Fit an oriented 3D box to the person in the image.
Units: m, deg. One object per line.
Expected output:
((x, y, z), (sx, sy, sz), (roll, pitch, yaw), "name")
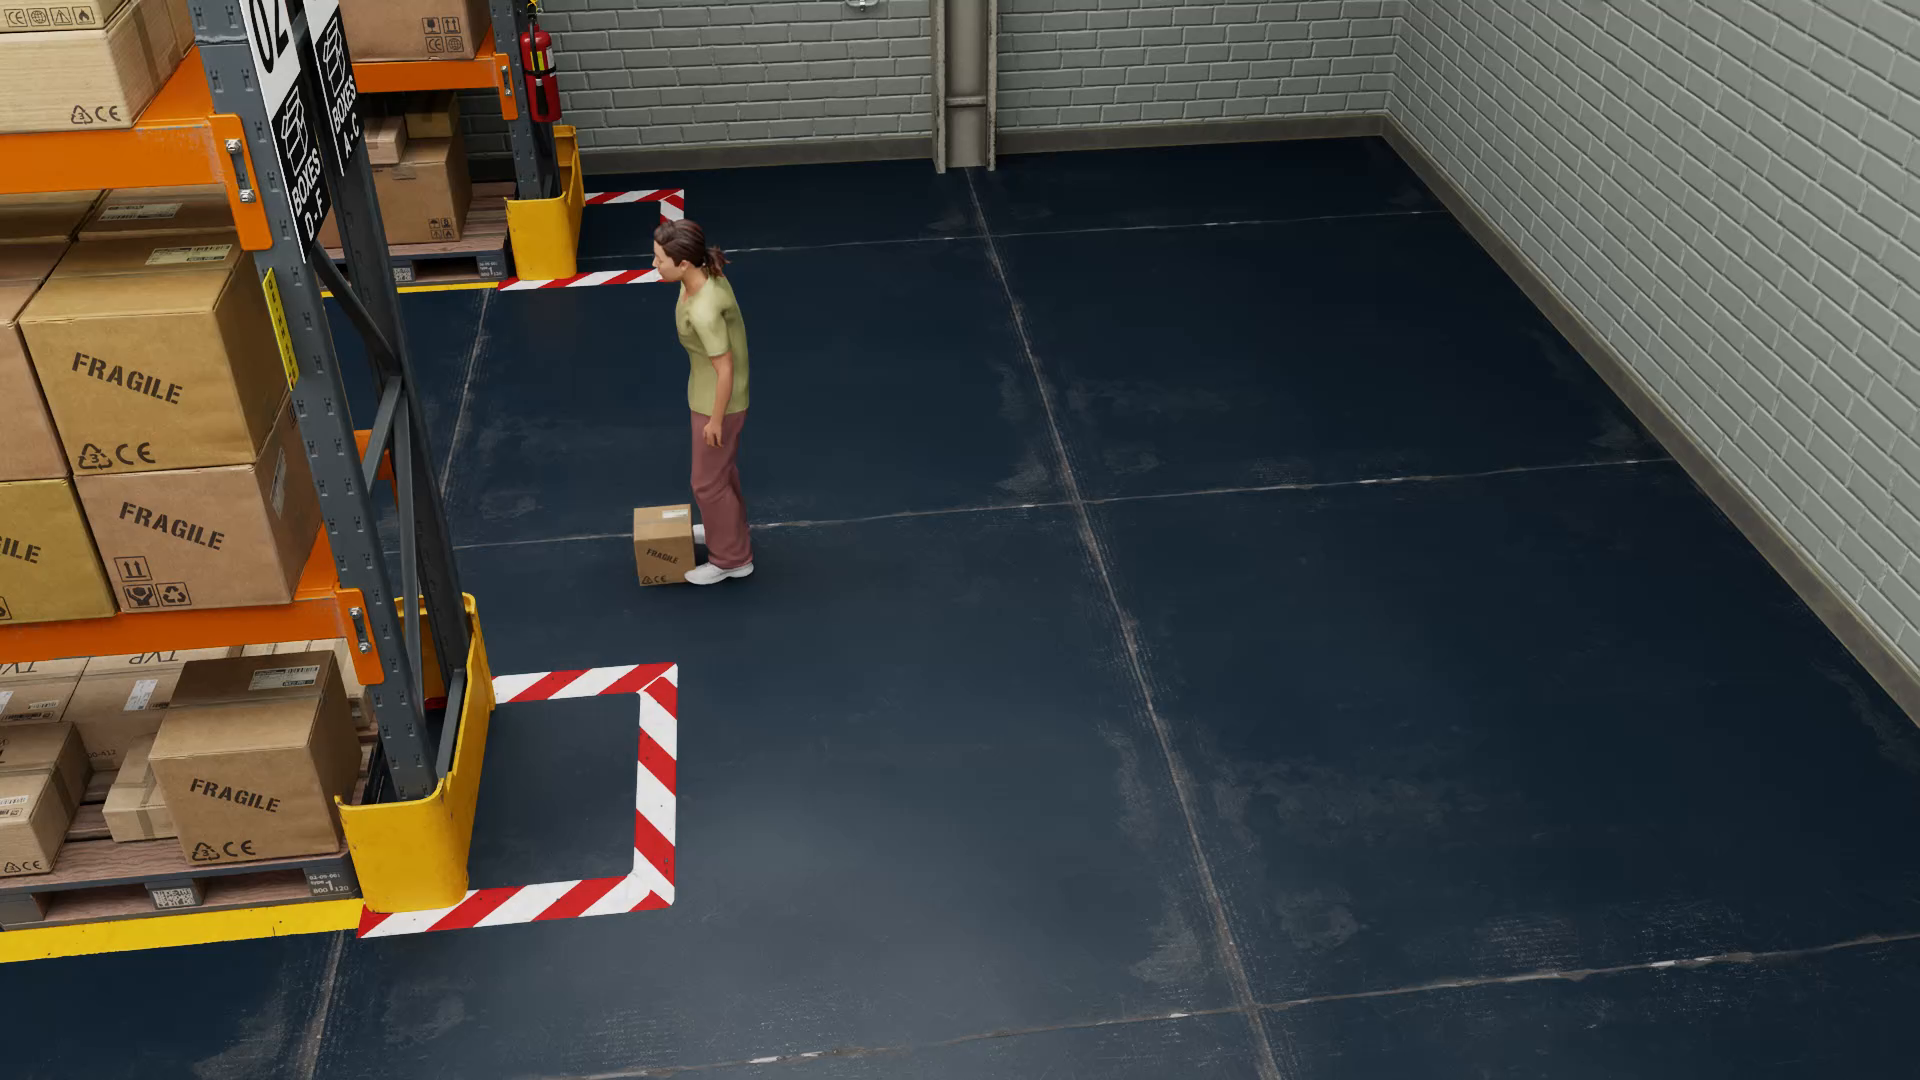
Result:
((-1.058, -0.583, 6.982), (0.365, 1.671, 0.515), (-6, 35, -9), "person")
